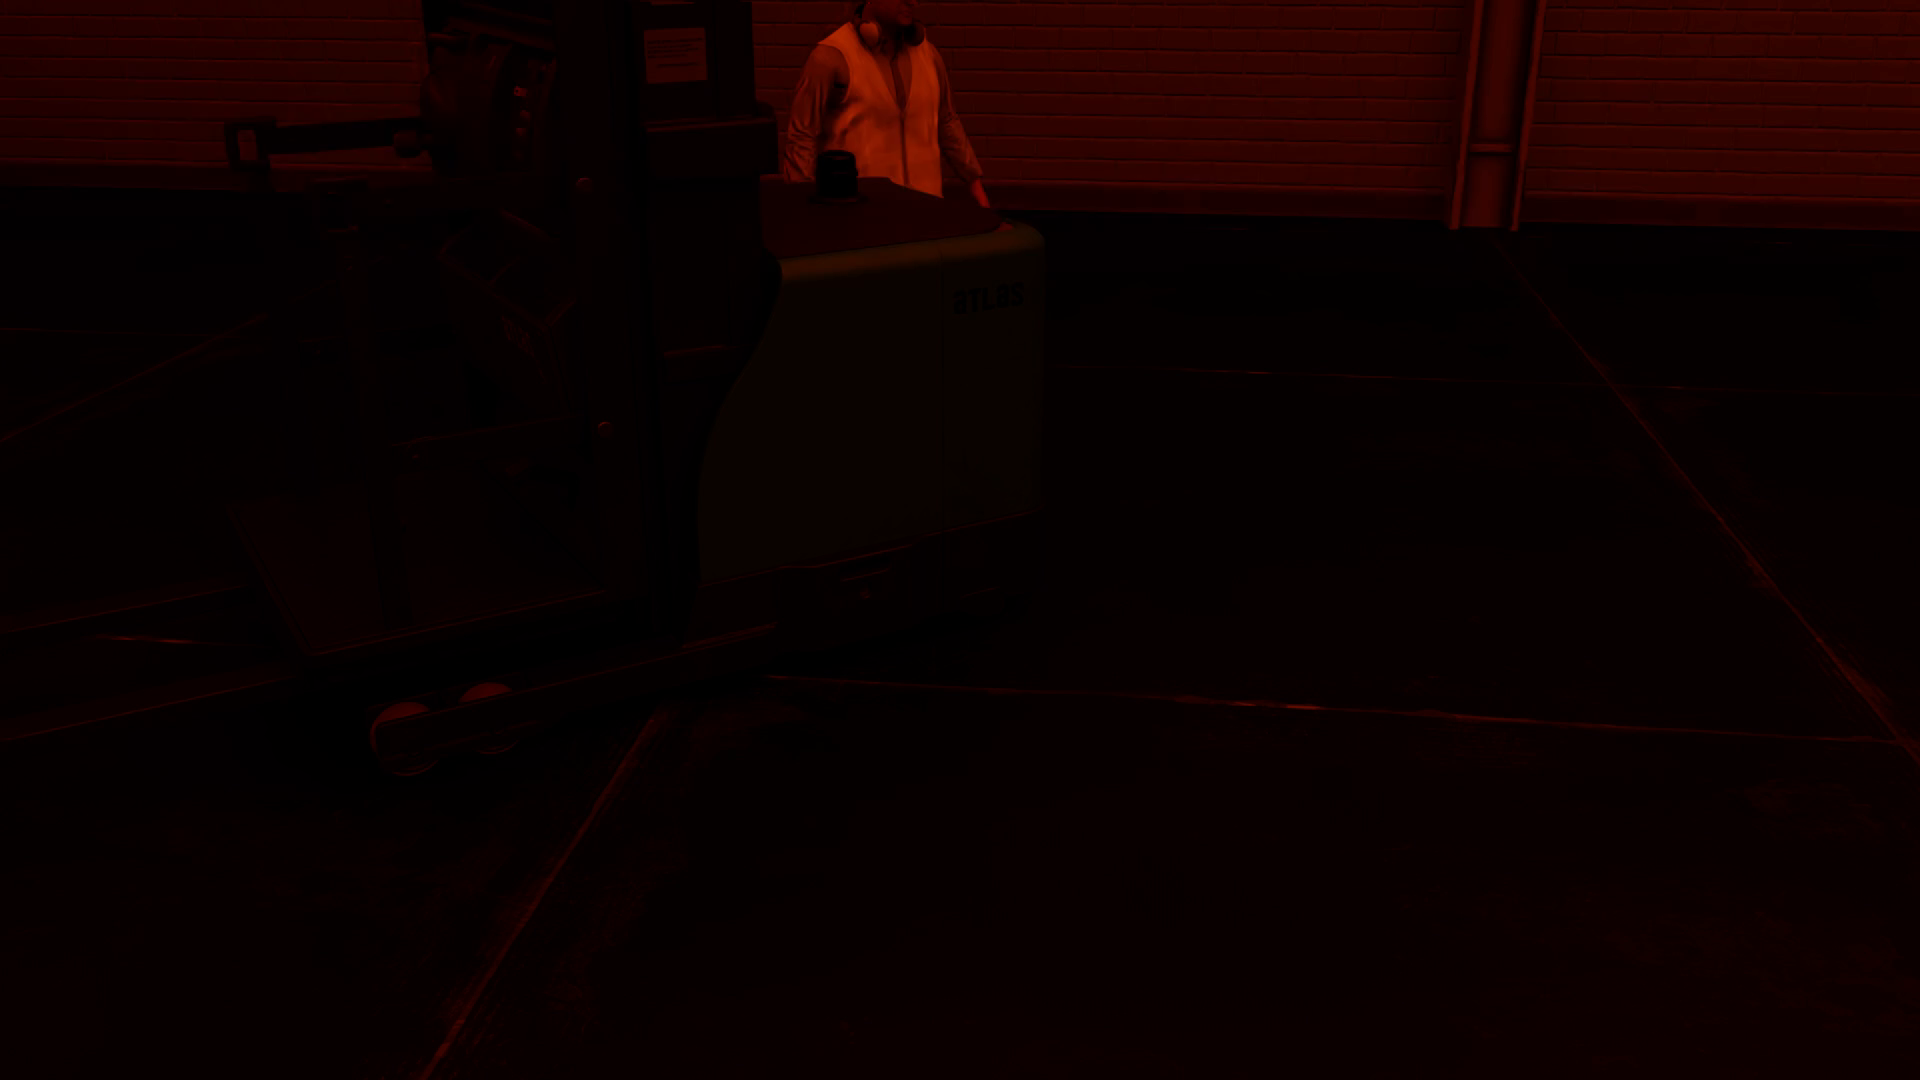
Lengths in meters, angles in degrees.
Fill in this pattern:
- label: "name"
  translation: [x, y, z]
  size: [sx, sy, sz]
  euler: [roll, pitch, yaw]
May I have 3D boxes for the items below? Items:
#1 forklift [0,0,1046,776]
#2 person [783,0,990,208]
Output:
- label: "forklift"
  translation: [-1.288, -1.042, 3.840]
  size: [3.031, 2.935, 1.130]
  euler: [-13, 25, -29]
- label: "person"
  translation: [-0.242, -1.142, 5.687]
  size: [0.769, 1.745, 0.409]
  euler: [-15, 26, -32]
